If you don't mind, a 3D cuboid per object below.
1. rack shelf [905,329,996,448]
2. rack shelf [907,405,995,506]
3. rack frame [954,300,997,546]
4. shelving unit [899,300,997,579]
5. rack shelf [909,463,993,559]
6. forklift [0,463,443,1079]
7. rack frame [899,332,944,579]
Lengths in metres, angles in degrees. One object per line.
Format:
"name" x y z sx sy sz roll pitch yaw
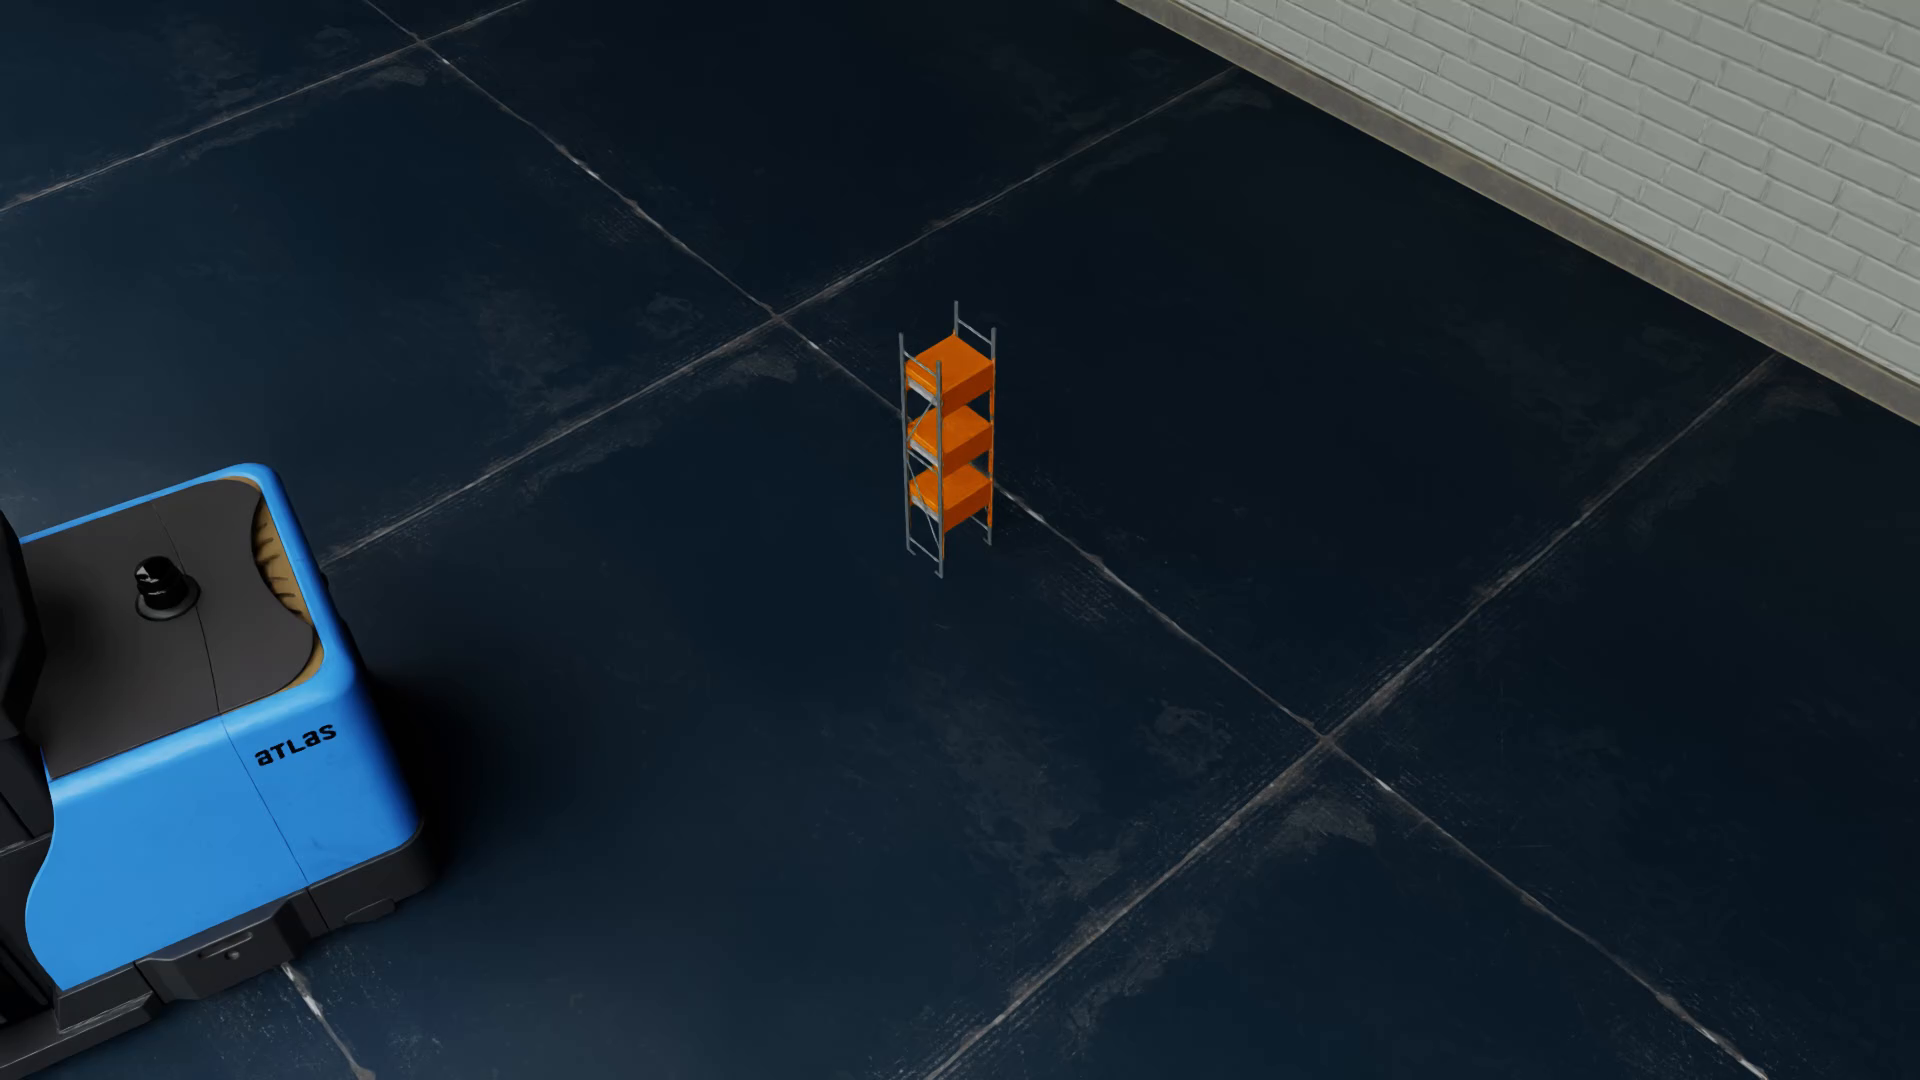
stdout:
"rack shelf" -0.040 -0.515 5.639 0.240 0.259 0.215 -34 56 -27
"rack shelf" -0.040 -0.322 5.848 0.240 0.259 0.215 -34 56 -27
"rack frame" 0.051 -0.390 5.895 0.008 1.050 0.200 -34 56 -27
"shelving unit" -0.040 -0.330 5.840 0.252 1.050 0.215 -34 56 -27
"rack shelf" -0.040 -0.134 6.052 0.240 0.259 0.215 -34 56 -27
"forklift" -3.161 0.319 3.962 3.031 2.935 1.130 -23 51 -19
"rack frame" -0.130 -0.269 5.784 0.008 1.050 0.200 -34 56 -27
